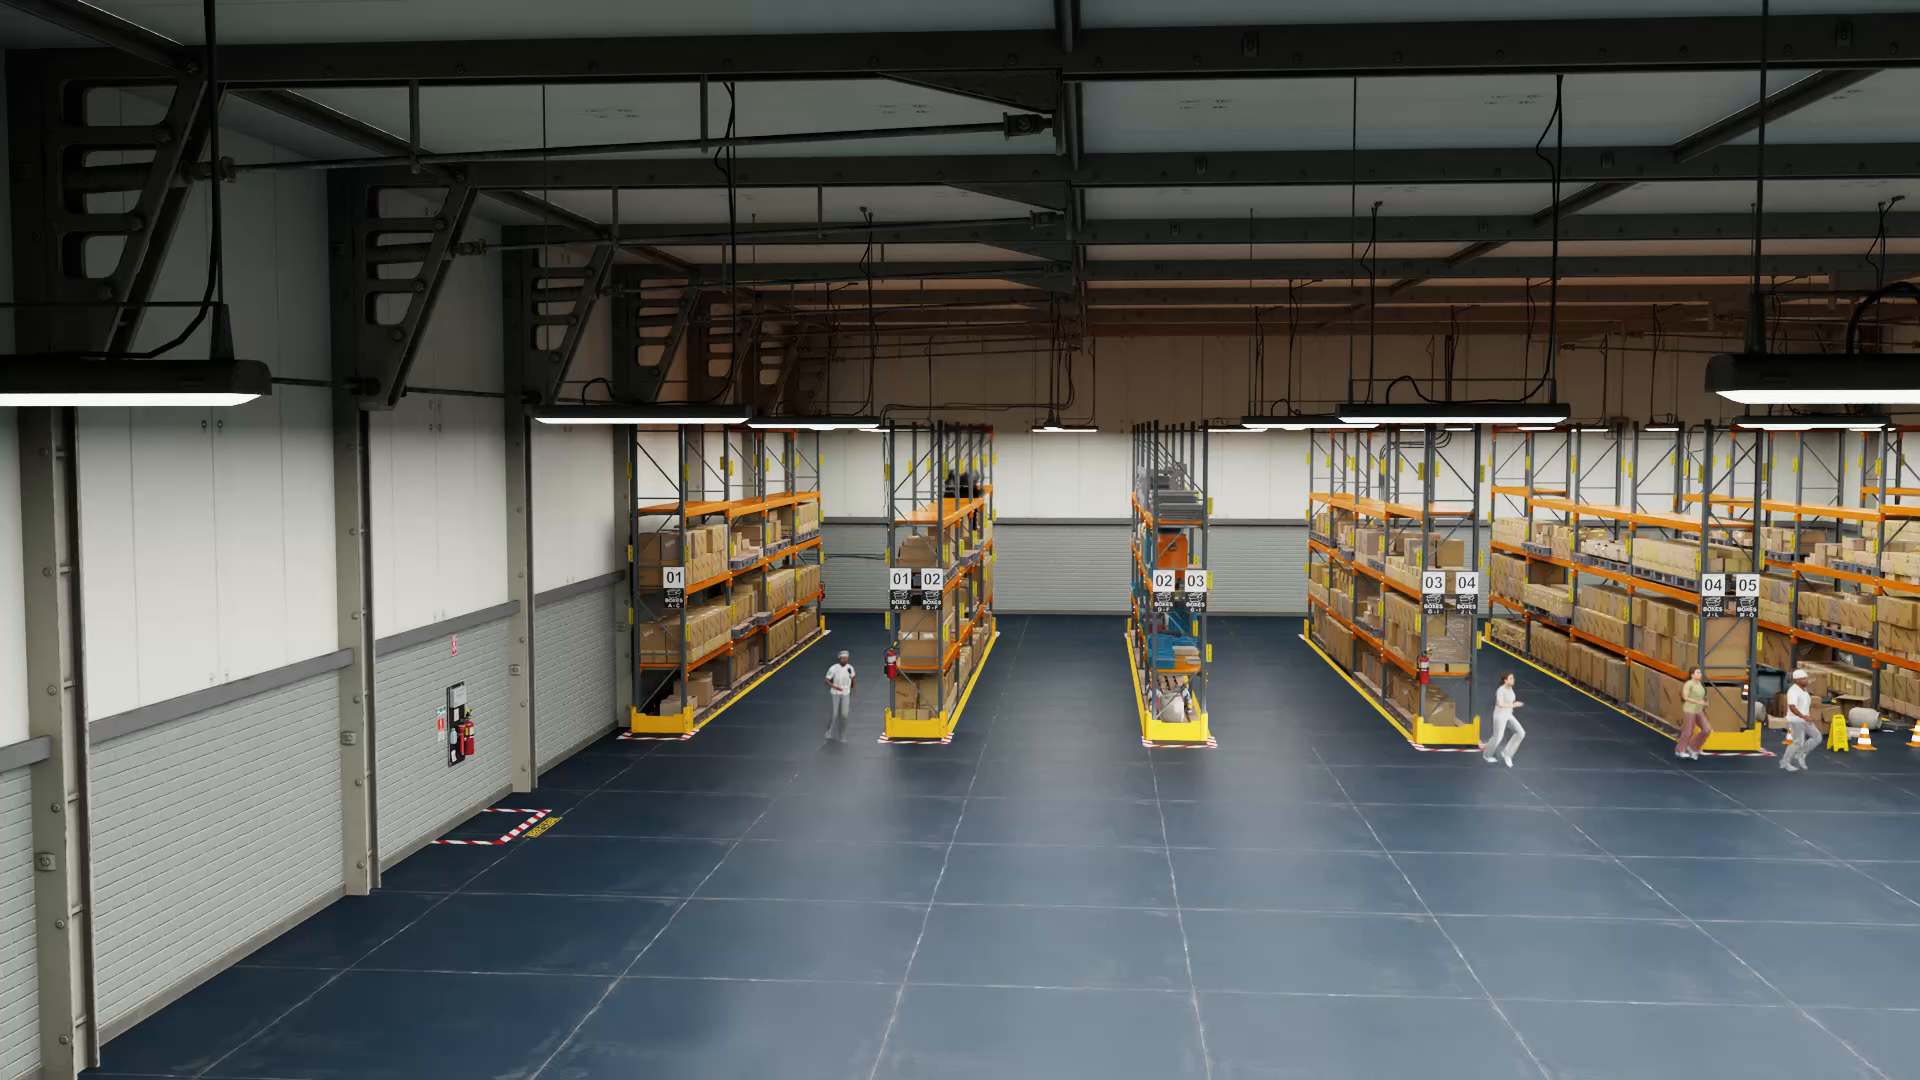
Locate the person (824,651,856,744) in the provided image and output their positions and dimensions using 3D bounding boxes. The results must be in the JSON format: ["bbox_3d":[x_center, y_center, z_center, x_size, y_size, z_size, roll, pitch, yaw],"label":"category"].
[{"bbox_3d":[-2.225,2.935,31.139,0.639,1.763,0.685,-1,4,-20],"label":"person"}]

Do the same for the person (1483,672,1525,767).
[{"bbox_3d":[9.361,3.072,28.644,0.590,1.652,0.795,-3,5,-40],"label":"person"}]

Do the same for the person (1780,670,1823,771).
[{"bbox_3d":[14.274,3.062,28.221,0.624,1.728,0.721,3,5,40],"label":"person"}]

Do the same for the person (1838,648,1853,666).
[{"bbox_3d":[21.088,2.353,39.526,0.707,1.730,0.523,0,4,6],"label":"person"}]

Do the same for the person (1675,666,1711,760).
[{"bbox_3d":[12.923,3.053,29.253,0.596,1.684,0.660,-2,4,-29],"label":"person"}]
